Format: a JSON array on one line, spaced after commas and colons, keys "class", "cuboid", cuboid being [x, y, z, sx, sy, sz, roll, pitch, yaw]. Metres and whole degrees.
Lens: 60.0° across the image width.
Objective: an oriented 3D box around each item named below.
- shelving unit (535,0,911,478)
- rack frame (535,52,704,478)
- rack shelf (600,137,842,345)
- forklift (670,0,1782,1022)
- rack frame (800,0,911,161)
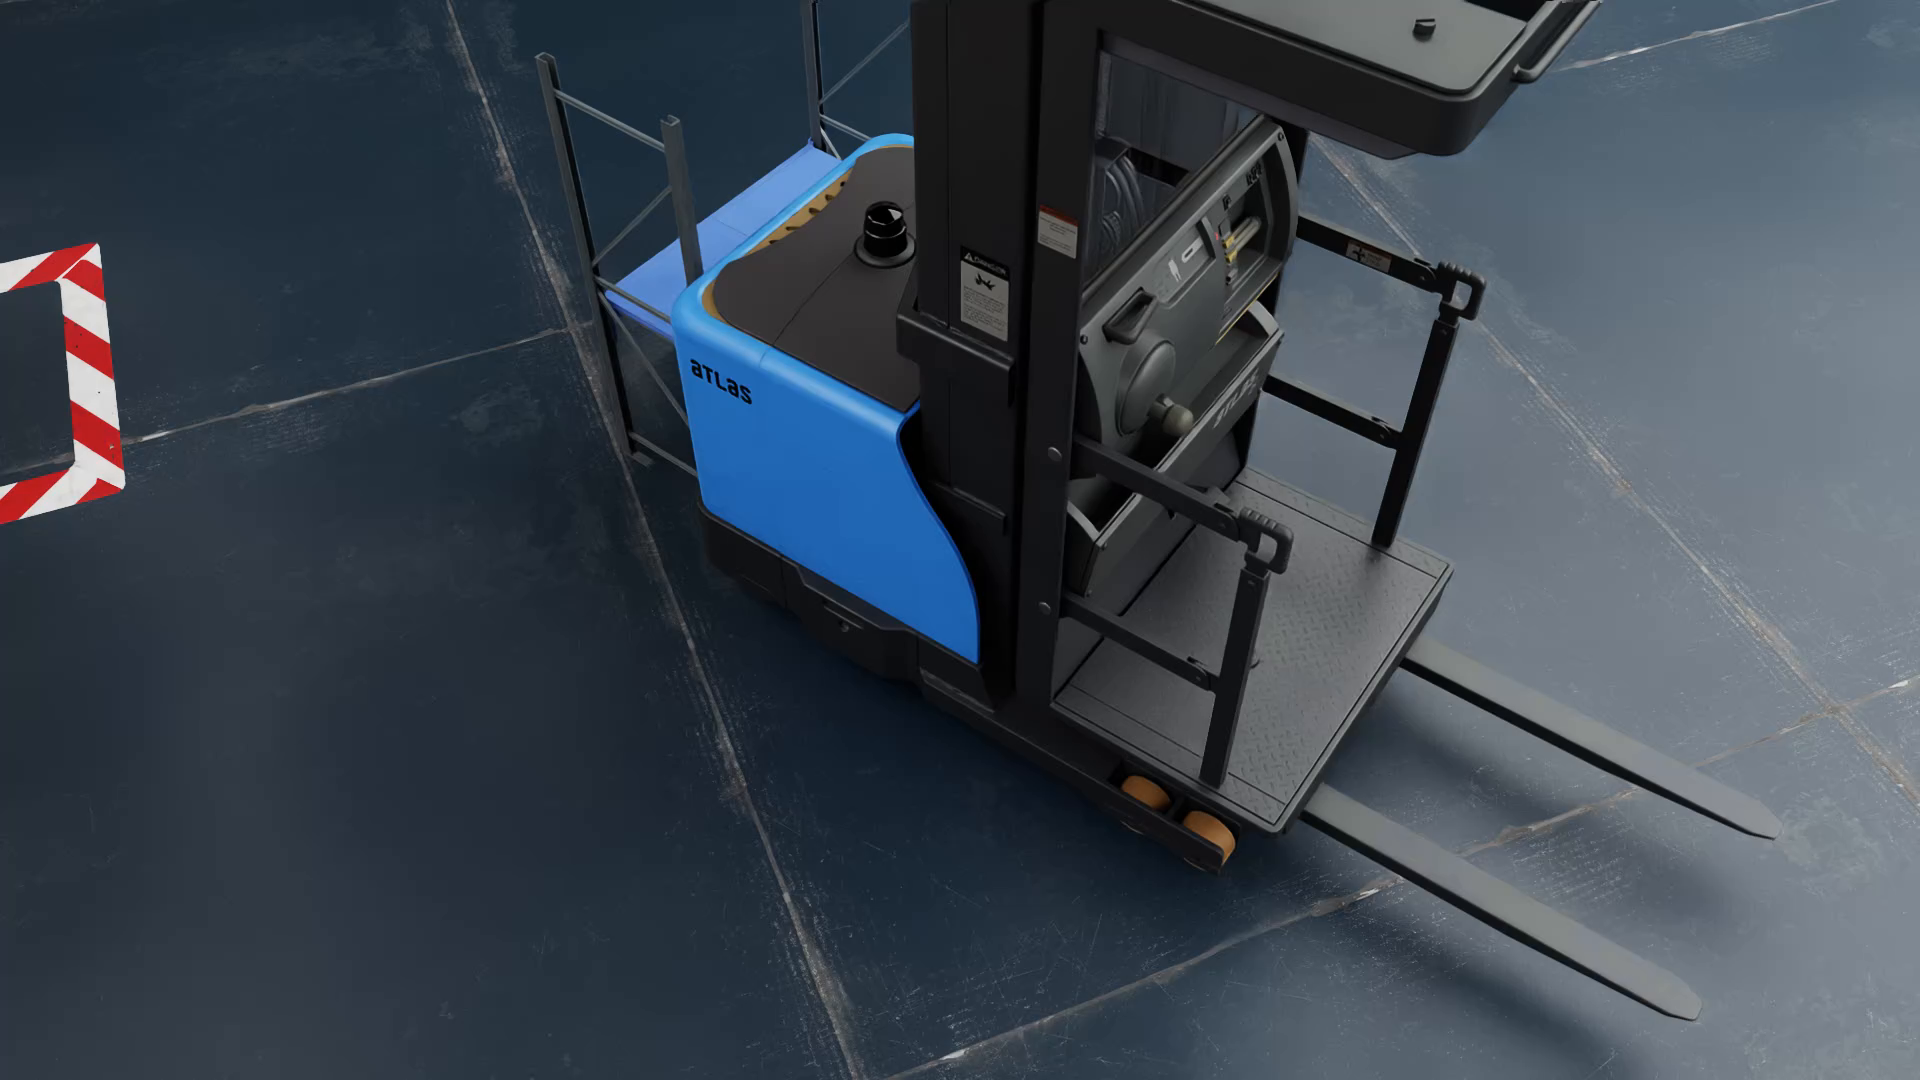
[{"class": "shelving unit", "cuboid": [-0.598, -0.977, 5.101, 0.538, 1.500, 1.048, 30, 56, 23]}, {"class": "rack frame", "cuboid": [-0.908, -0.672, 4.838, 0.500, 1.500, 0.032, 30, 56, 23]}, {"class": "rack shelf", "cuboid": [-0.597, -0.860, 5.237, 0.538, 0.185, 1.000, 30, 56, 23]}, {"class": "forklift", "cuboid": [0.712, -0.530, 3.773, 3.031, 2.935, 1.130, 28, 55, 22]}, {"class": "rack frame", "cuboid": [-0.287, -1.283, 5.363, 0.500, 1.500, 0.032, 30, 56, 23]}]
